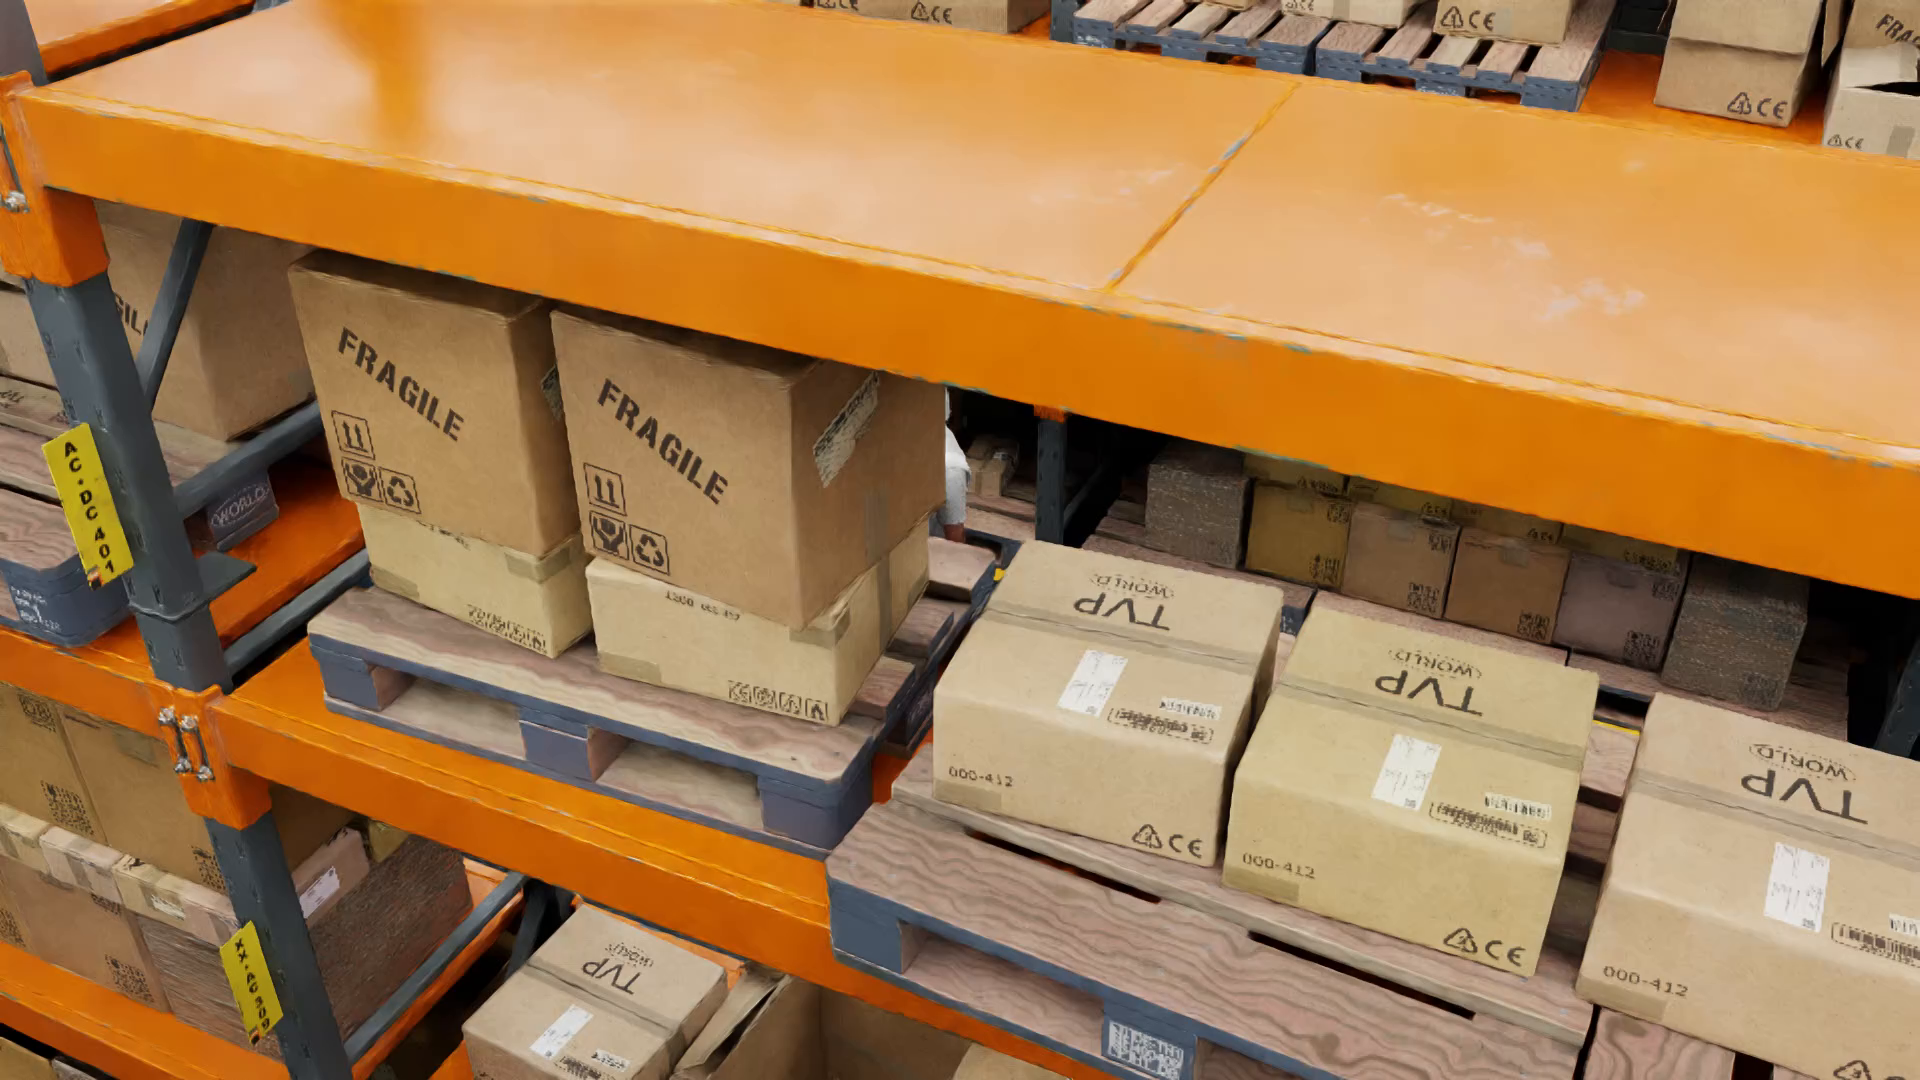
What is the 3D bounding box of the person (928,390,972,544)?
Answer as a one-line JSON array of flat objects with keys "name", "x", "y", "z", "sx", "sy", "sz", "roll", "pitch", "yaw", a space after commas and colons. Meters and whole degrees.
[{"name": "person", "x": -0.103, "y": 0.003, "z": 7.462, "sx": 0.480, "sy": 1.779, "sz": 0.738, "roll": -6, "pitch": 34, "yaw": -9}]
